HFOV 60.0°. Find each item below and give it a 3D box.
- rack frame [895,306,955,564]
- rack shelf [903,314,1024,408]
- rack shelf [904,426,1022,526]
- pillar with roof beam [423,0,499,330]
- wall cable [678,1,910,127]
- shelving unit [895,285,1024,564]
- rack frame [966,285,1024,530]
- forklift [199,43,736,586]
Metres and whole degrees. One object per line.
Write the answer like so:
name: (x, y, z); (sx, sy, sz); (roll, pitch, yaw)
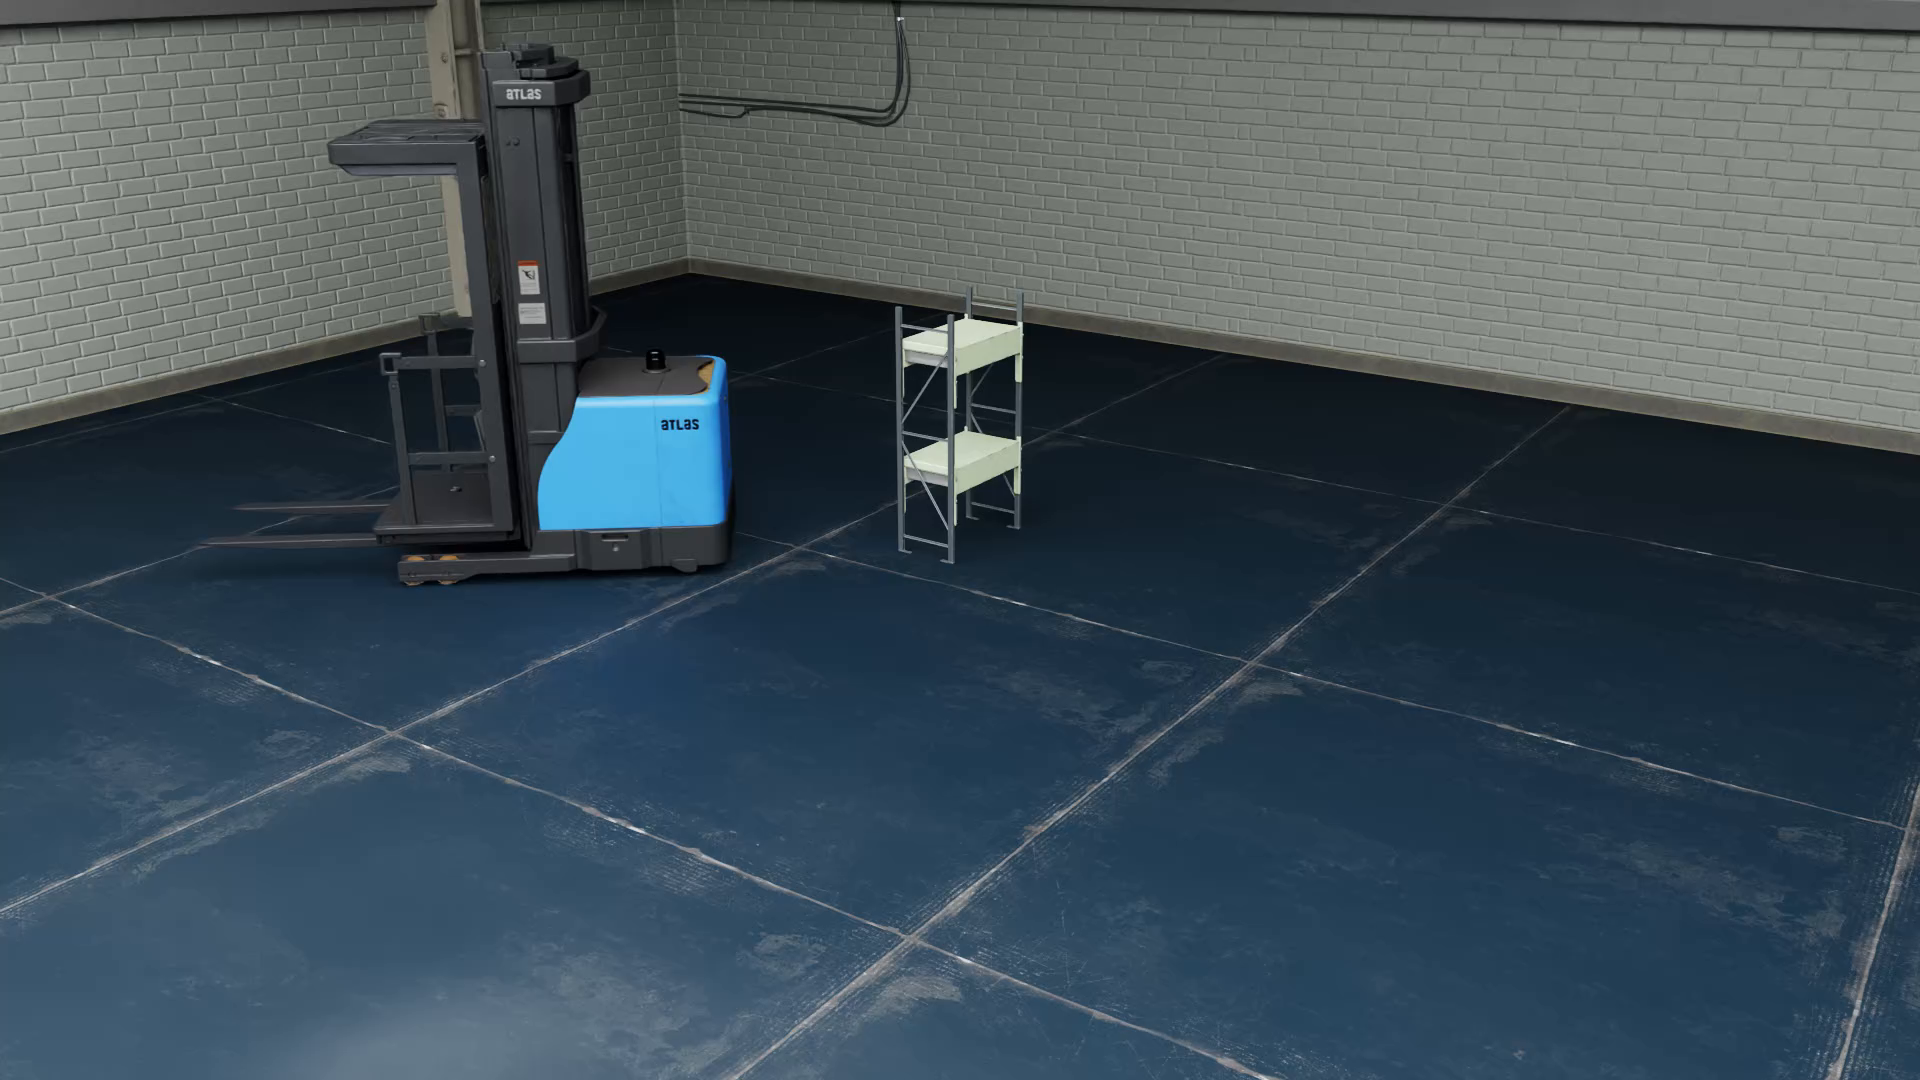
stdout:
rack frame: (-0.202, -0.600, 9.726); (0.400, 1.500, 0.023); (13, 24, 32)
rack shelf: (0.004, -1.071, 9.875); (0.431, 0.370, 0.720); (13, 24, 32)
rack shelf: (0.004, -0.400, 10.123); (0.431, 0.370, 0.720); (13, 24, 32)
pillar with roof beam: (-0.962, -5.427, 11.966); (9.100, 9.000, 0.400); (13, 24, 32)
wall cable: (-1.772, -5.398, 16.362); (3.097, 2.526, 0.112); (13, 24, 32)
shelving unit: (0.004, -0.705, 10.010); (0.431, 1.500, 0.755); (13, 24, 32)
rack frame: (0.209, -0.810, 10.294); (0.400, 1.500, 0.023); (13, 24, 32)
forklift: (-2.898, -1.303, 9.563); (3.031, 2.935, 1.130); (-2, 20, -4)
